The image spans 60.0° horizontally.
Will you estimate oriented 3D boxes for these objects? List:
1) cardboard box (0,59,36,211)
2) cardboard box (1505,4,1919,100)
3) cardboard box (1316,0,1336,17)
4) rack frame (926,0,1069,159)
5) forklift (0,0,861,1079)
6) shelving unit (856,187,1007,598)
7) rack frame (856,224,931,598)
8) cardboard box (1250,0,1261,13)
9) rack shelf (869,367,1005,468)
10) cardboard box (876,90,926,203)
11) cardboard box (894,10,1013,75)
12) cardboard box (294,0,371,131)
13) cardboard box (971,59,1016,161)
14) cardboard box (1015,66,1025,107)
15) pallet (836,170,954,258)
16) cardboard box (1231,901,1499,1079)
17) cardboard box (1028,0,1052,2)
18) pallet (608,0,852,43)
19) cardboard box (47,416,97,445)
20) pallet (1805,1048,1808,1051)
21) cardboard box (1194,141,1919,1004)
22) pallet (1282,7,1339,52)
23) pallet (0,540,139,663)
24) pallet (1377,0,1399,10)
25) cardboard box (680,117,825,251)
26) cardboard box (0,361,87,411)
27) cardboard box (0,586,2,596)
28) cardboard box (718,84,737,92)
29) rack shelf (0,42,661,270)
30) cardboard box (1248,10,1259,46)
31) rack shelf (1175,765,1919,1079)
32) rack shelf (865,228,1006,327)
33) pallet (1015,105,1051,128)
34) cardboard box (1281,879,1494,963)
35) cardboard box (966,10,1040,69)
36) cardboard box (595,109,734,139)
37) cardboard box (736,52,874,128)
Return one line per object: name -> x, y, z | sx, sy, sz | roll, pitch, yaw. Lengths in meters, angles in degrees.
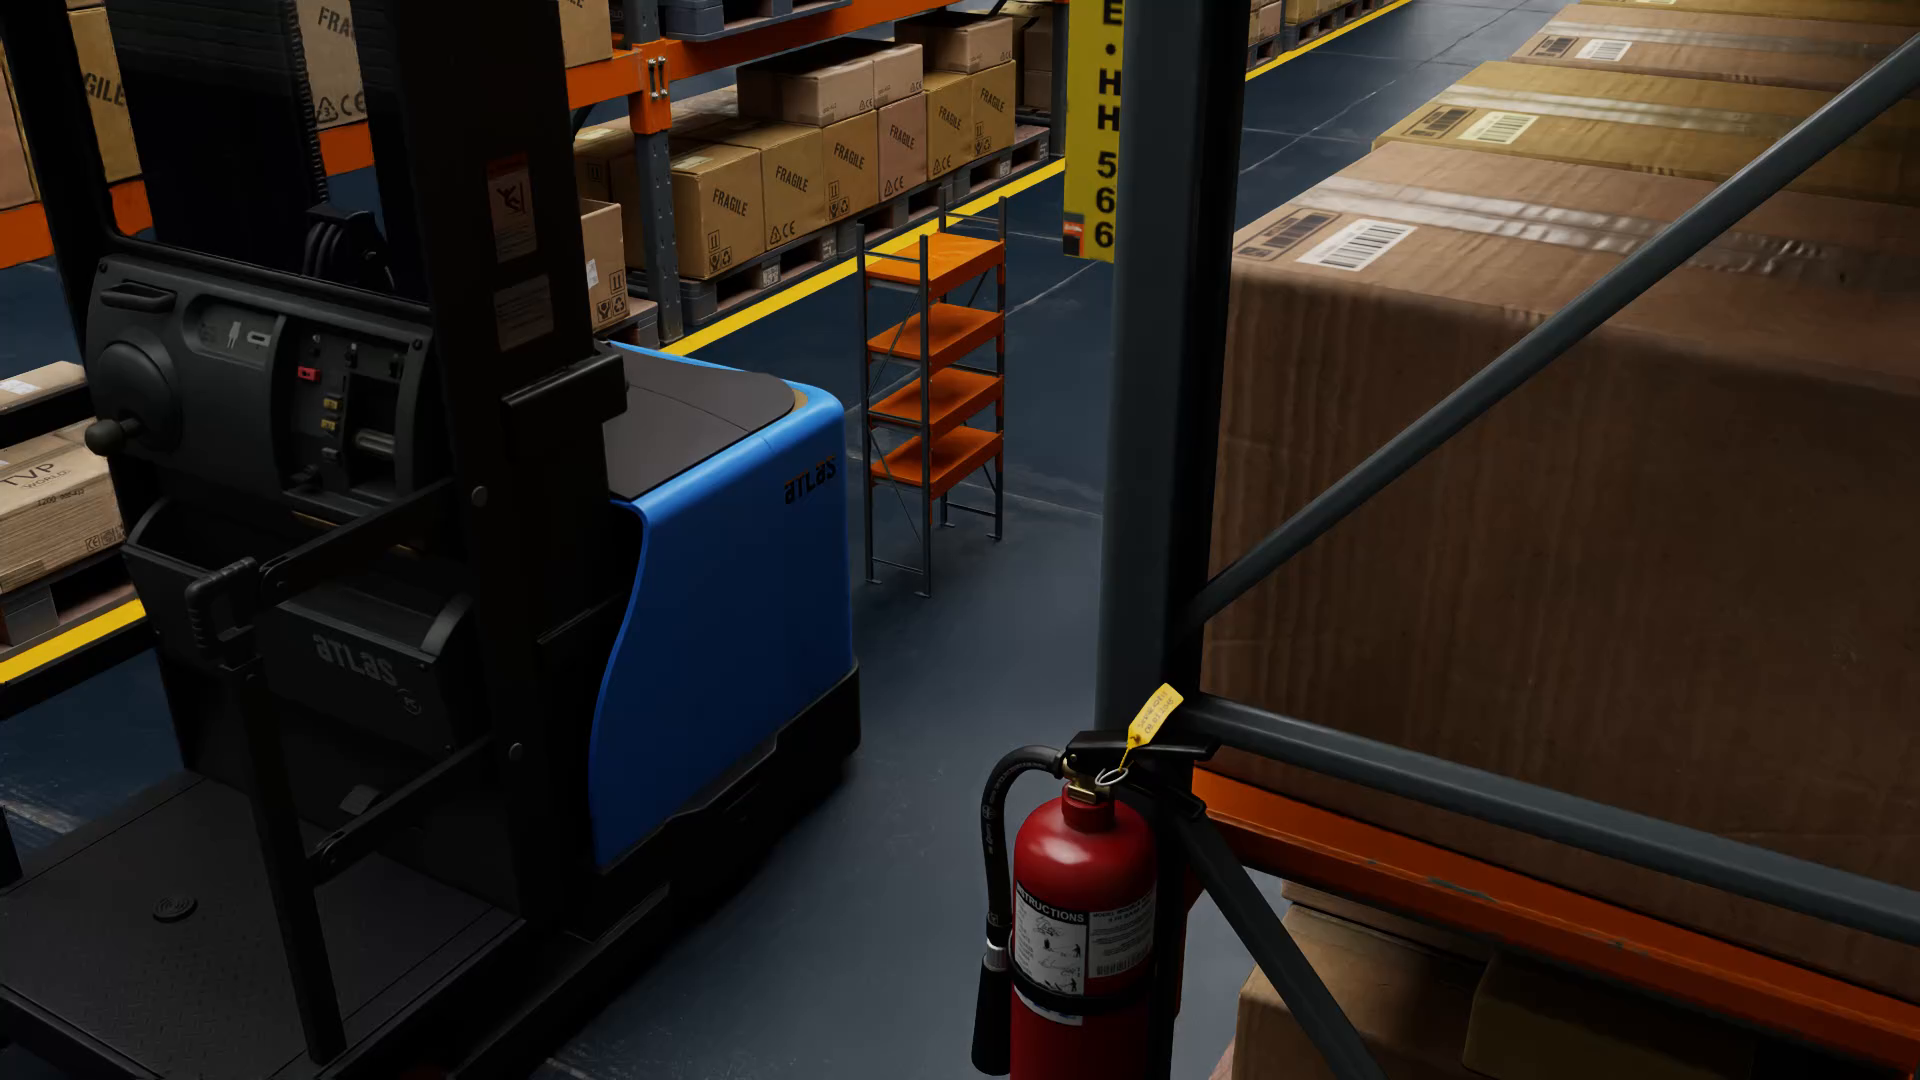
cardboard box -> -2.995, -1.152, 4.589 | 0.500, 0.500, 0.500 | 14, 30, 26
cardboard box -> 1.596, -0.617, 3.297 | 0.980, 0.700, 0.700 | 13, 29, 24
cardboard box -> 2.954, -4.733, 14.456 | 0.500, 0.250, 0.500 | 14, 30, 26
rack frame -> 0.244, -3.908, 10.206 | 1.000, 3.000, 0.127 | 14, 30, 26
forklift -> -1.451, -0.258, 2.991 | 1.130, 2.935, 3.031 | 15, 30, 27
shelving unit -> -0.081, -0.472, 5.353 | 0.258, 1.200, 0.503 | 14, 30, 26
rack frame -> -0.201, -0.377, 5.163 | 0.240, 1.200, 0.015 | 14, 30, 26
cardboard box -> 2.011, -4.251, 12.867 | 0.500, 0.311, 0.500 | 15, 30, 28
rack shelf -> -0.081, -0.412, 5.383 | 0.258, 0.148, 0.480 | 14, 30, 26
cardboard box -> -0.520, -2.163, 9.021 | 0.500, 0.500, 0.500 | 13, 29, 24
cardboard box -> -0.036, -2.883, 9.622 | 0.500, 0.250, 0.500 | 15, 30, 28
cardboard box -> -2.250, -1.741, 5.764 | 0.500, 0.500, 0.500 | 15, 30, 27
cardboard box -> -0.012, -2.571, 9.835 | 0.500, 0.500, 0.500 | 15, 30, 28
cardboard box -> 0.290, -3.125, 11.244 | 0.500, 0.250, 0.500 | 15, 30, 27
pallet -> -0.758, -1.905, 9.319 | 1.003, 0.211, 1.213 | 14, 30, 26
cardboard box -> 0.880, 0.934, 2.856 | 0.700, 0.500, 0.500 | 14, 30, 26
cardboard box -> 0.788, -3.775, 11.917 | 0.500, 0.311, 0.500 | 14, 30, 26
pallet -> -1.236, -2.551, 7.709 | 1.003, 0.211, 1.213 | 14, 30, 26
cardboard box -> -2.685, -0.297, 5.572 | 0.500, 0.250, 0.500 | 14, 30, 26
pallet -> 1.549, 0.744, 4.029 | 1.003, 0.211, 1.213 | 14, 30, 26
cardboard box -> 0.865, -0.036, 2.136 | 0.980, 0.700, 0.700 | 16, 31, 28
pallet -> 2.639, -4.521, 14.545 | 1.003, 0.211, 1.213 | 14, 30, 26
pallet -> -3.263, 0.116, 5.282 | 1.003, 0.211, 1.213 | 14, 30, 26
pallet -> 3.840, -5.472, 16.444 | 1.003, 0.211, 1.213 | 14, 30, 26
cardboard box -> -1.021, -1.773, 8.242 | 0.500, 0.500, 0.500 | 15, 30, 27
cardboard box -> -3.145, -0.387, 5.753 | 0.500, 0.250, 0.500 | 14, 30, 26
cardboard box -> -3.064, 0.095, 4.883 | 0.380, 0.166, 0.250 | 14, 30, 26
cardboard box -> -0.985, -2.268, 9.231 | 0.500, 0.500, 0.500 | 13, 29, 24
rack shelf -> -2.708, -1.248, 5.696 | 1.077, 0.370, 4.000 | 14, 30, 26
cardboard box -> 2.010, -4.003, 12.998 | 0.500, 0.250, 0.500 | 14, 30, 25
rack shelf -> 1.607, -0.159, 3.519 | 1.077, 0.370, 4.000 | 14, 30, 26
rack shelf -> -0.081, -0.823, 5.177 | 0.258, 0.148, 0.480 | 14, 30, 26
pallet -> 0.683, -2.973, 11.454 | 1.003, 0.211, 1.213 | 14, 30, 26
cardboard box -> 0.785, 0.554, 2.891 | 0.380, 0.149, 0.250 | 14, 30, 26
cardboard box -> 0.287, -3.375, 11.118 | 0.500, 0.311, 0.500 | 15, 30, 27
cardboard box -> -1.480, -1.874, 8.444 | 0.500, 0.500, 0.500 | 14, 30, 26
cardboard box -> -0.782, -2.288, 8.433 | 0.500, 0.250, 0.500 | 14, 30, 26
